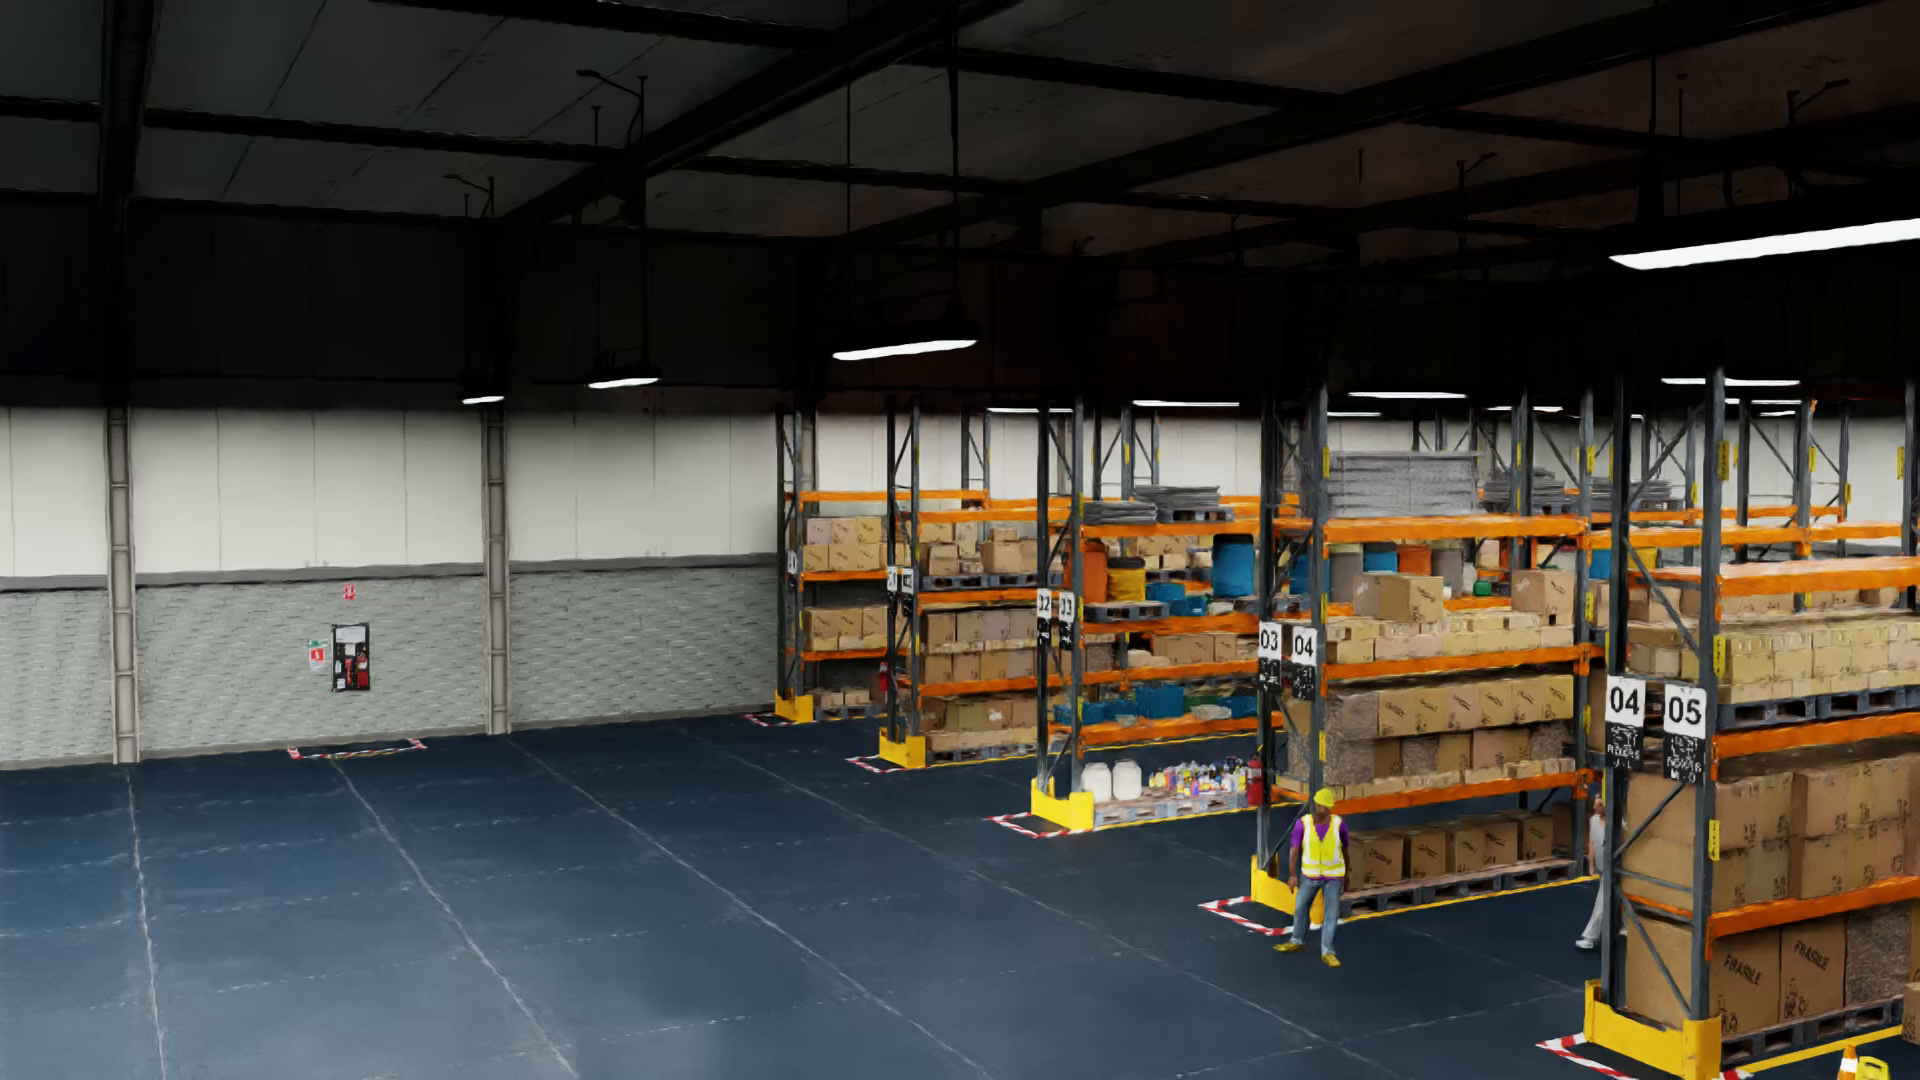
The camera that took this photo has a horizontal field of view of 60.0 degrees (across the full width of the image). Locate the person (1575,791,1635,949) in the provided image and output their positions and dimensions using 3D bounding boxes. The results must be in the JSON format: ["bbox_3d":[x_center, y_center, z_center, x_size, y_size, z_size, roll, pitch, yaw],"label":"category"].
[{"bbox_3d":[6.687,3.377,17.221,1.110,1.590,0.446,-2,4,-25],"label":"person"}]

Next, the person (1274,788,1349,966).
[{"bbox_3d":[3.522,3.343,16.680,0.735,1.763,0.487,1,3,17],"label":"person"}]
